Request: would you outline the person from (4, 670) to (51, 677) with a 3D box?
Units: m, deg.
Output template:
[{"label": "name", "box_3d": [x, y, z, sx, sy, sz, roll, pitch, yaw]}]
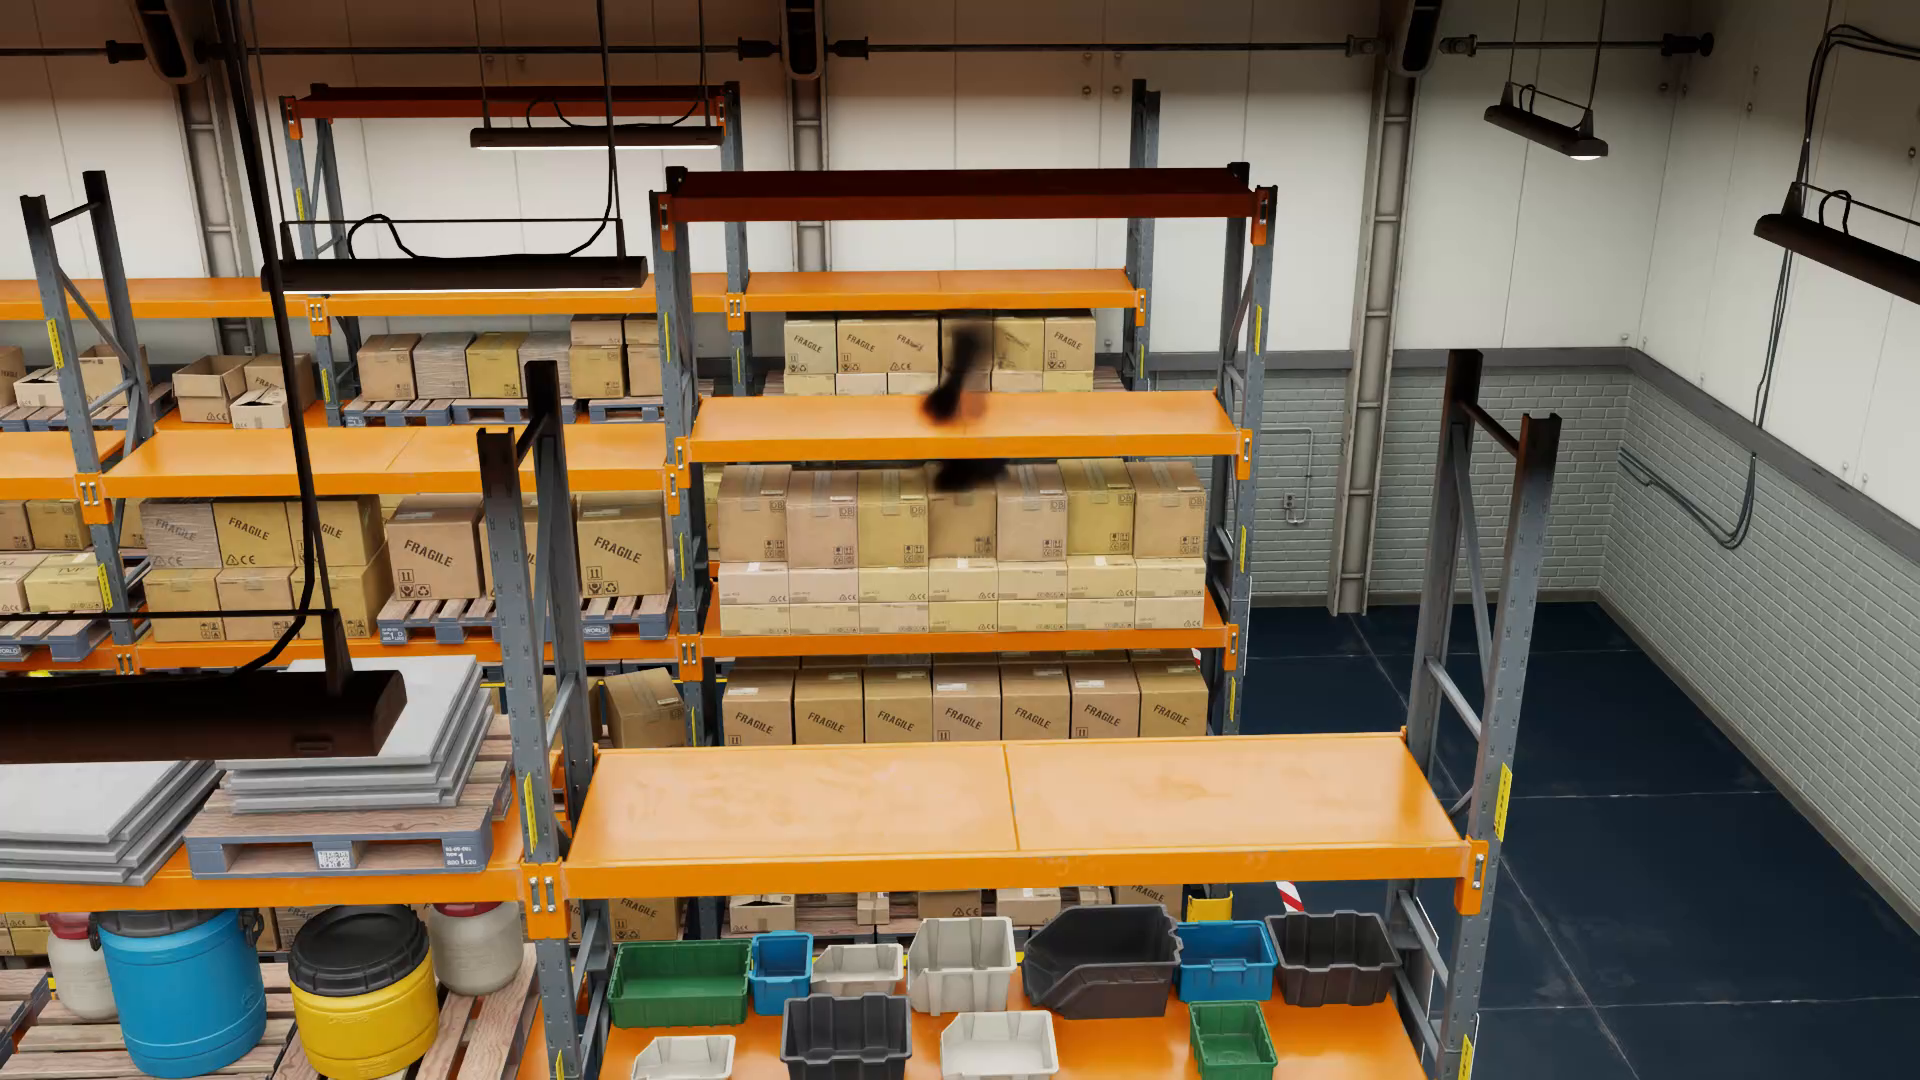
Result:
[{"label": "person", "box_3d": [-7.988, 1.714, 14.664, 0.990, 1.725, 0.717, -8, 23, -18]}]
